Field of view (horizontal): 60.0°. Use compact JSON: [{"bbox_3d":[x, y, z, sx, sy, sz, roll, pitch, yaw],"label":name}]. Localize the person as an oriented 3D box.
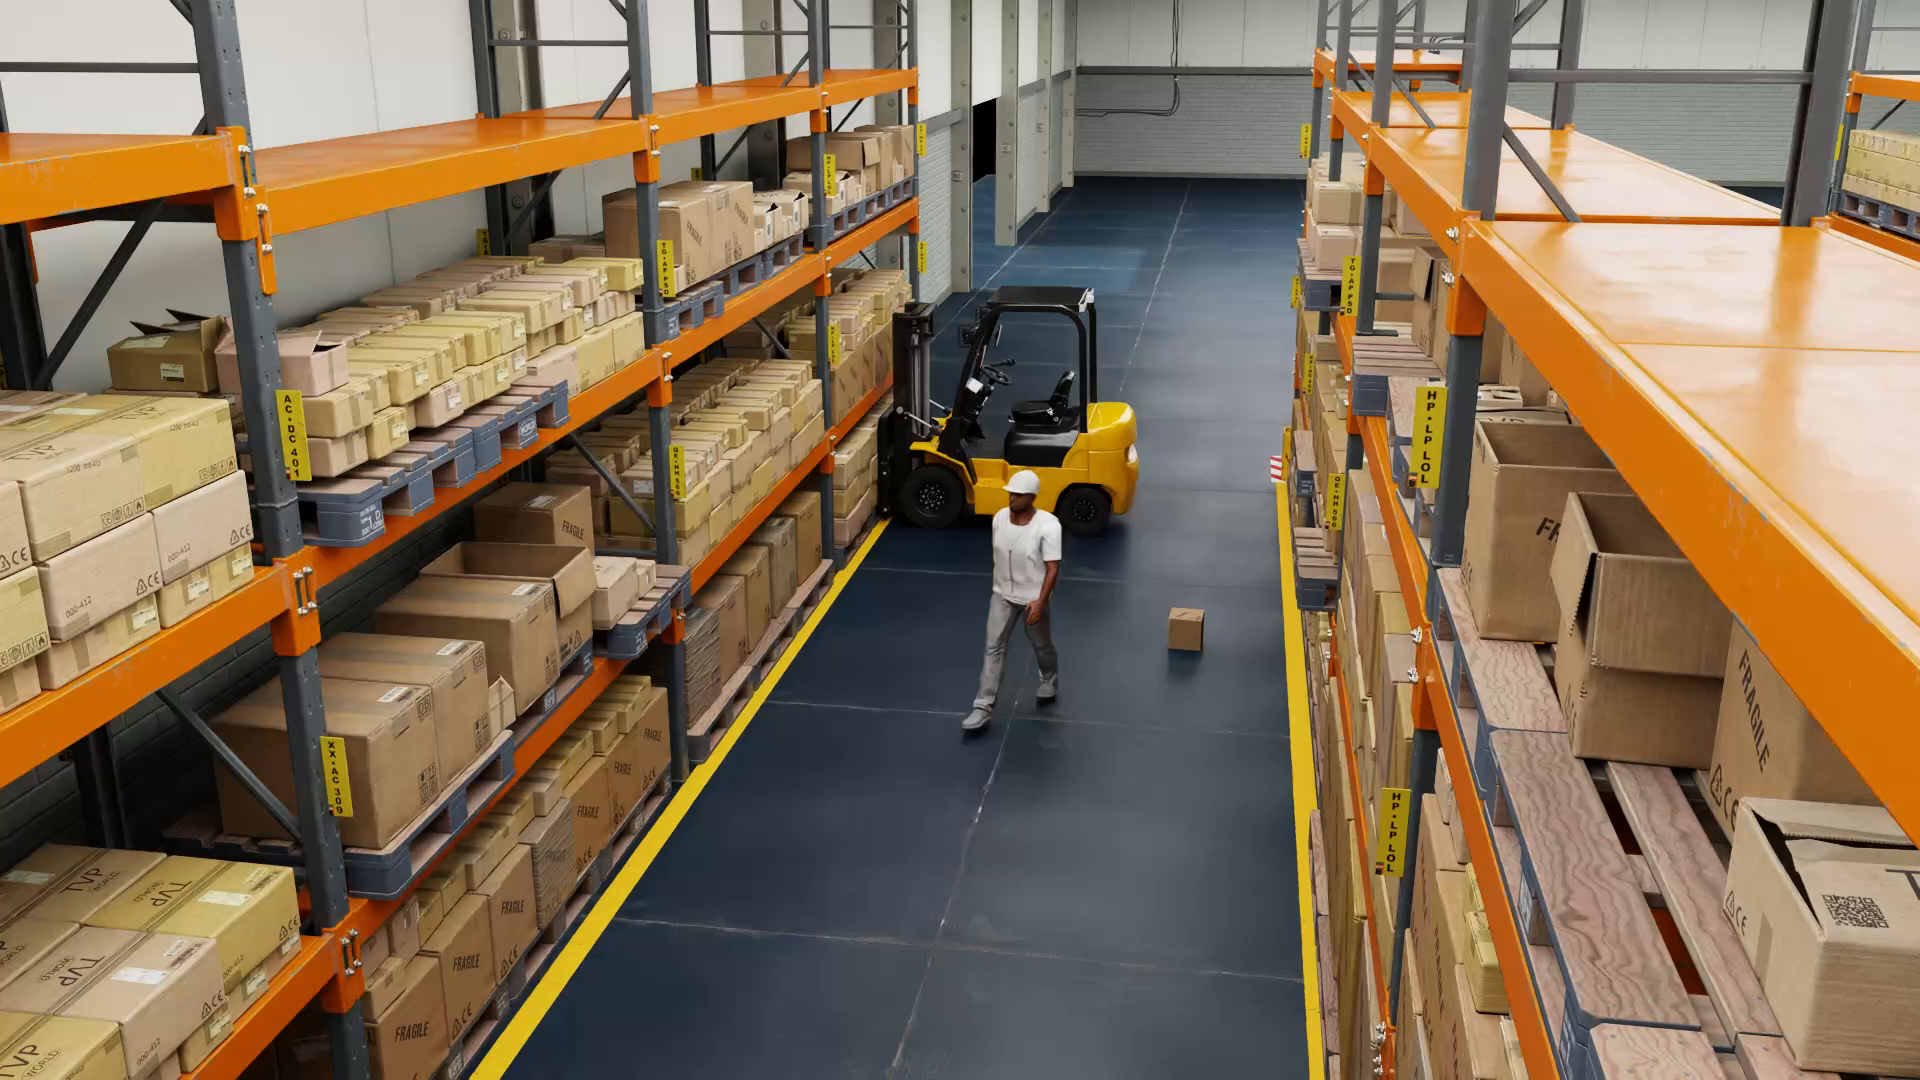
[{"bbox_3d":[0.387,0.374,11.291,0.580,1.703,1.053,10,20,28],"label":"person"}]
